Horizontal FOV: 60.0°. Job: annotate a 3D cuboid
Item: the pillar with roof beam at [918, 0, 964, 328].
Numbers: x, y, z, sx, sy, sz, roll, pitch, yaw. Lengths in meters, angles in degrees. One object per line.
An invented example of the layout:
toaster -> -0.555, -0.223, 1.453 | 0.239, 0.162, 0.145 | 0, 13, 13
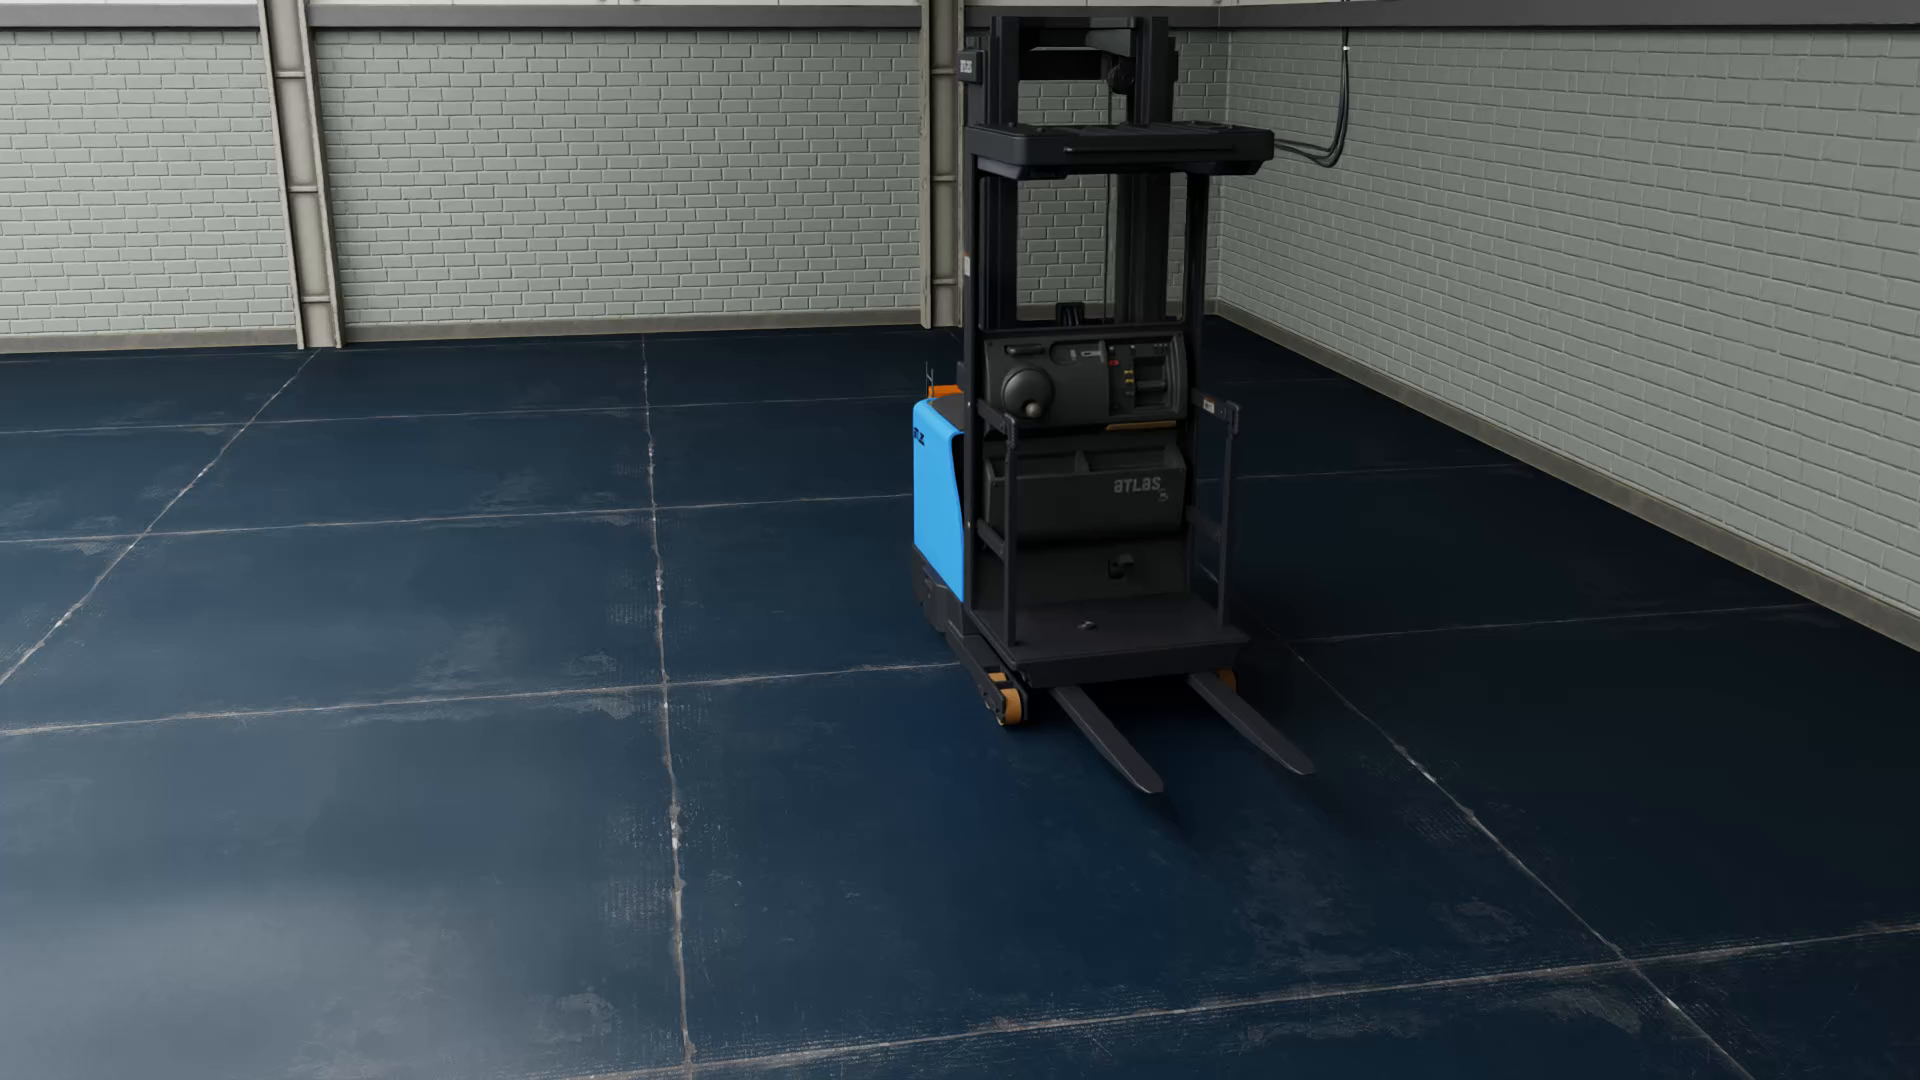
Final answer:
pillar with roof beam -> 0.635, -5.249, 11.574 | 0.400, 9.000, 9.100 | -3, 17, -10

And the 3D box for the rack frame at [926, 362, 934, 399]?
rack frame -> -0.172, -0.492, 9.626 | 0.008, 1.050, 0.200 | -3, 17, -10

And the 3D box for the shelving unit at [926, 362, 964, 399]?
shelving unit -> -0.053, -0.499, 9.648 | 0.252, 1.050, 0.215 | -3, 17, -10

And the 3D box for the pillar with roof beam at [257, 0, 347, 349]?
pillar with roof beam -> -5.256, -4.914, 10.486 | 0.400, 9.000, 9.100 | -3, 17, -10

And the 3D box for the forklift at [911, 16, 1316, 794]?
forklift -> 0.620, -0.721, 7.168 | 1.130, 2.935, 3.031 | -4, 18, -14

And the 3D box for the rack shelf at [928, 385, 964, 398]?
rack shelf -> -0.053, -0.760, 9.568 | 0.240, 0.259, 0.215 | -3, 17, -10

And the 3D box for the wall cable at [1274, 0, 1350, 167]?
wall cable -> 2.962, -4.788, 15.363 | 0.112, 2.526, 3.097 | -3, 17, -10
